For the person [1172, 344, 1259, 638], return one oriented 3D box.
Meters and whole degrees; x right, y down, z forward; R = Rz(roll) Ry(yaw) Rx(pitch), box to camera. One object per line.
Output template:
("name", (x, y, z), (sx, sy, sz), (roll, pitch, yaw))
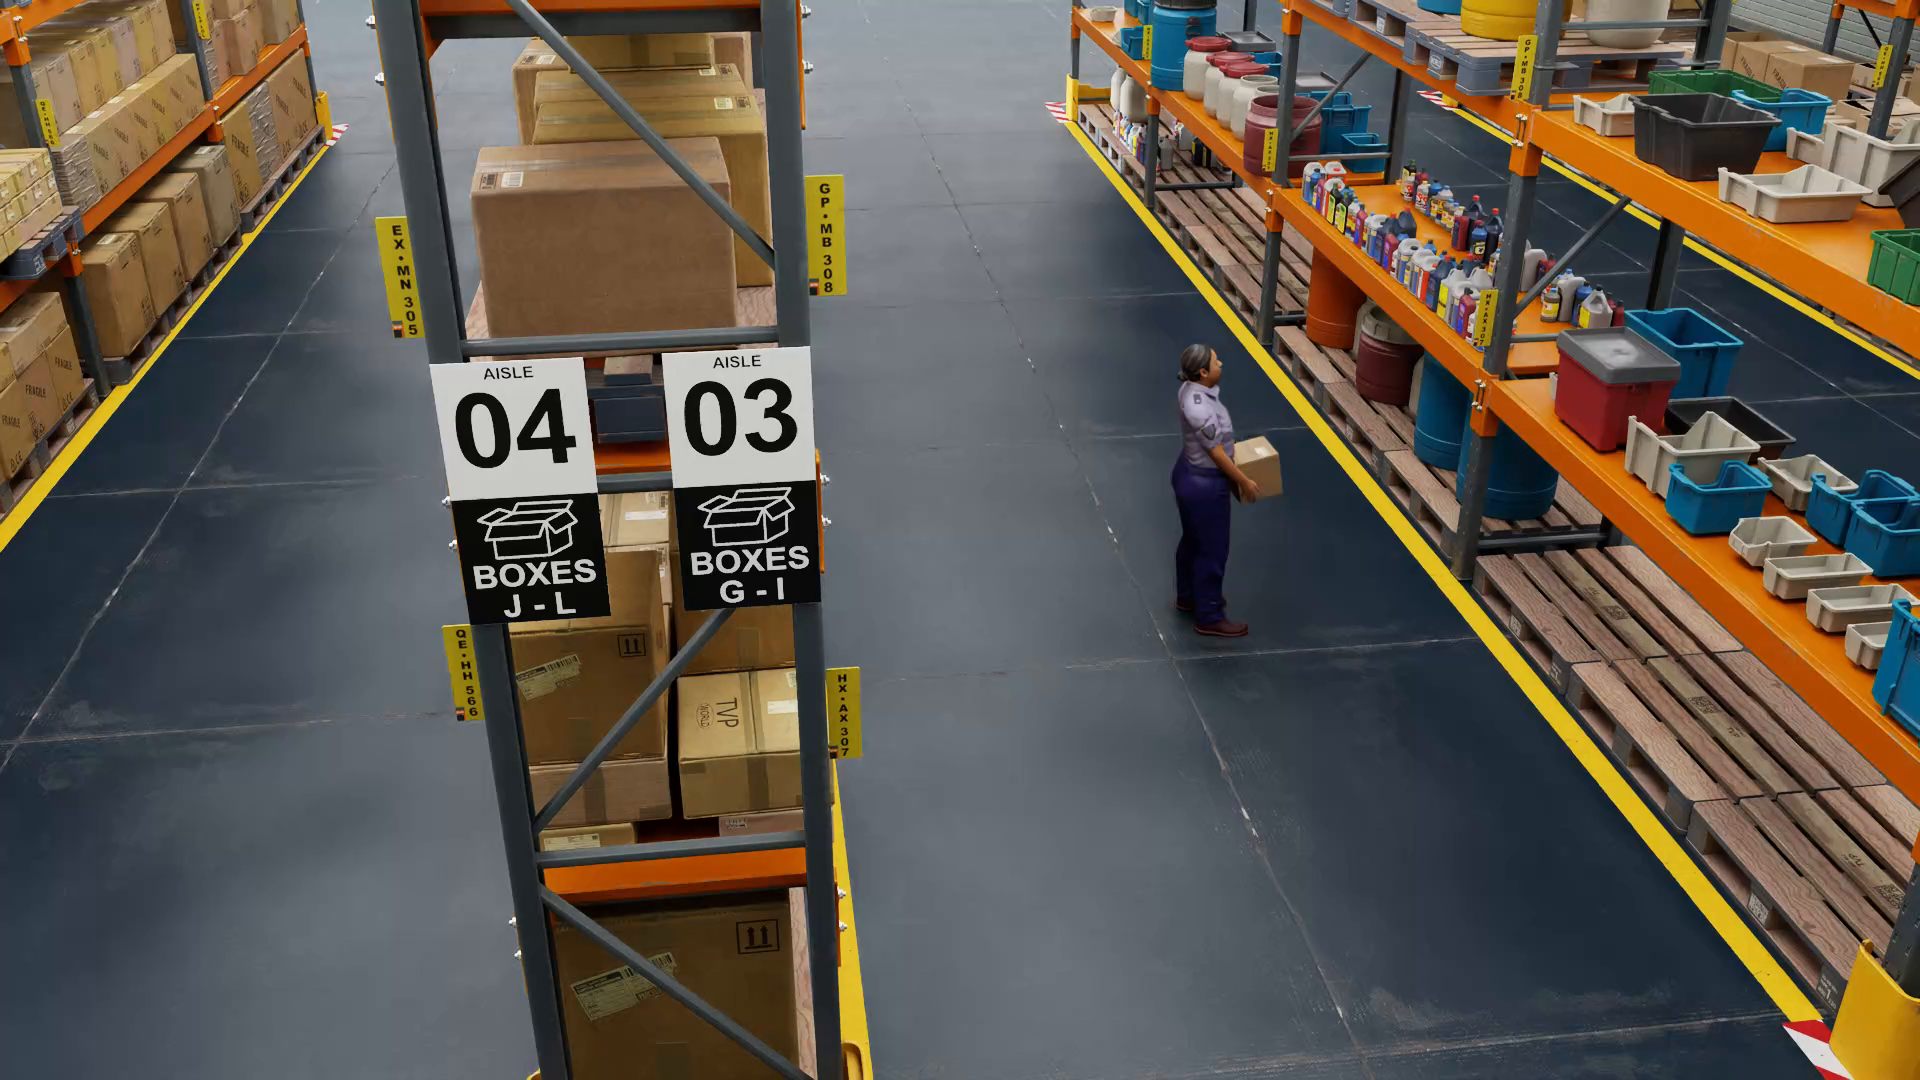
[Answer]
("person", (1.402, -0.294, 9.201), (0.475, 1.650, 0.509), (0, 27, 0))
